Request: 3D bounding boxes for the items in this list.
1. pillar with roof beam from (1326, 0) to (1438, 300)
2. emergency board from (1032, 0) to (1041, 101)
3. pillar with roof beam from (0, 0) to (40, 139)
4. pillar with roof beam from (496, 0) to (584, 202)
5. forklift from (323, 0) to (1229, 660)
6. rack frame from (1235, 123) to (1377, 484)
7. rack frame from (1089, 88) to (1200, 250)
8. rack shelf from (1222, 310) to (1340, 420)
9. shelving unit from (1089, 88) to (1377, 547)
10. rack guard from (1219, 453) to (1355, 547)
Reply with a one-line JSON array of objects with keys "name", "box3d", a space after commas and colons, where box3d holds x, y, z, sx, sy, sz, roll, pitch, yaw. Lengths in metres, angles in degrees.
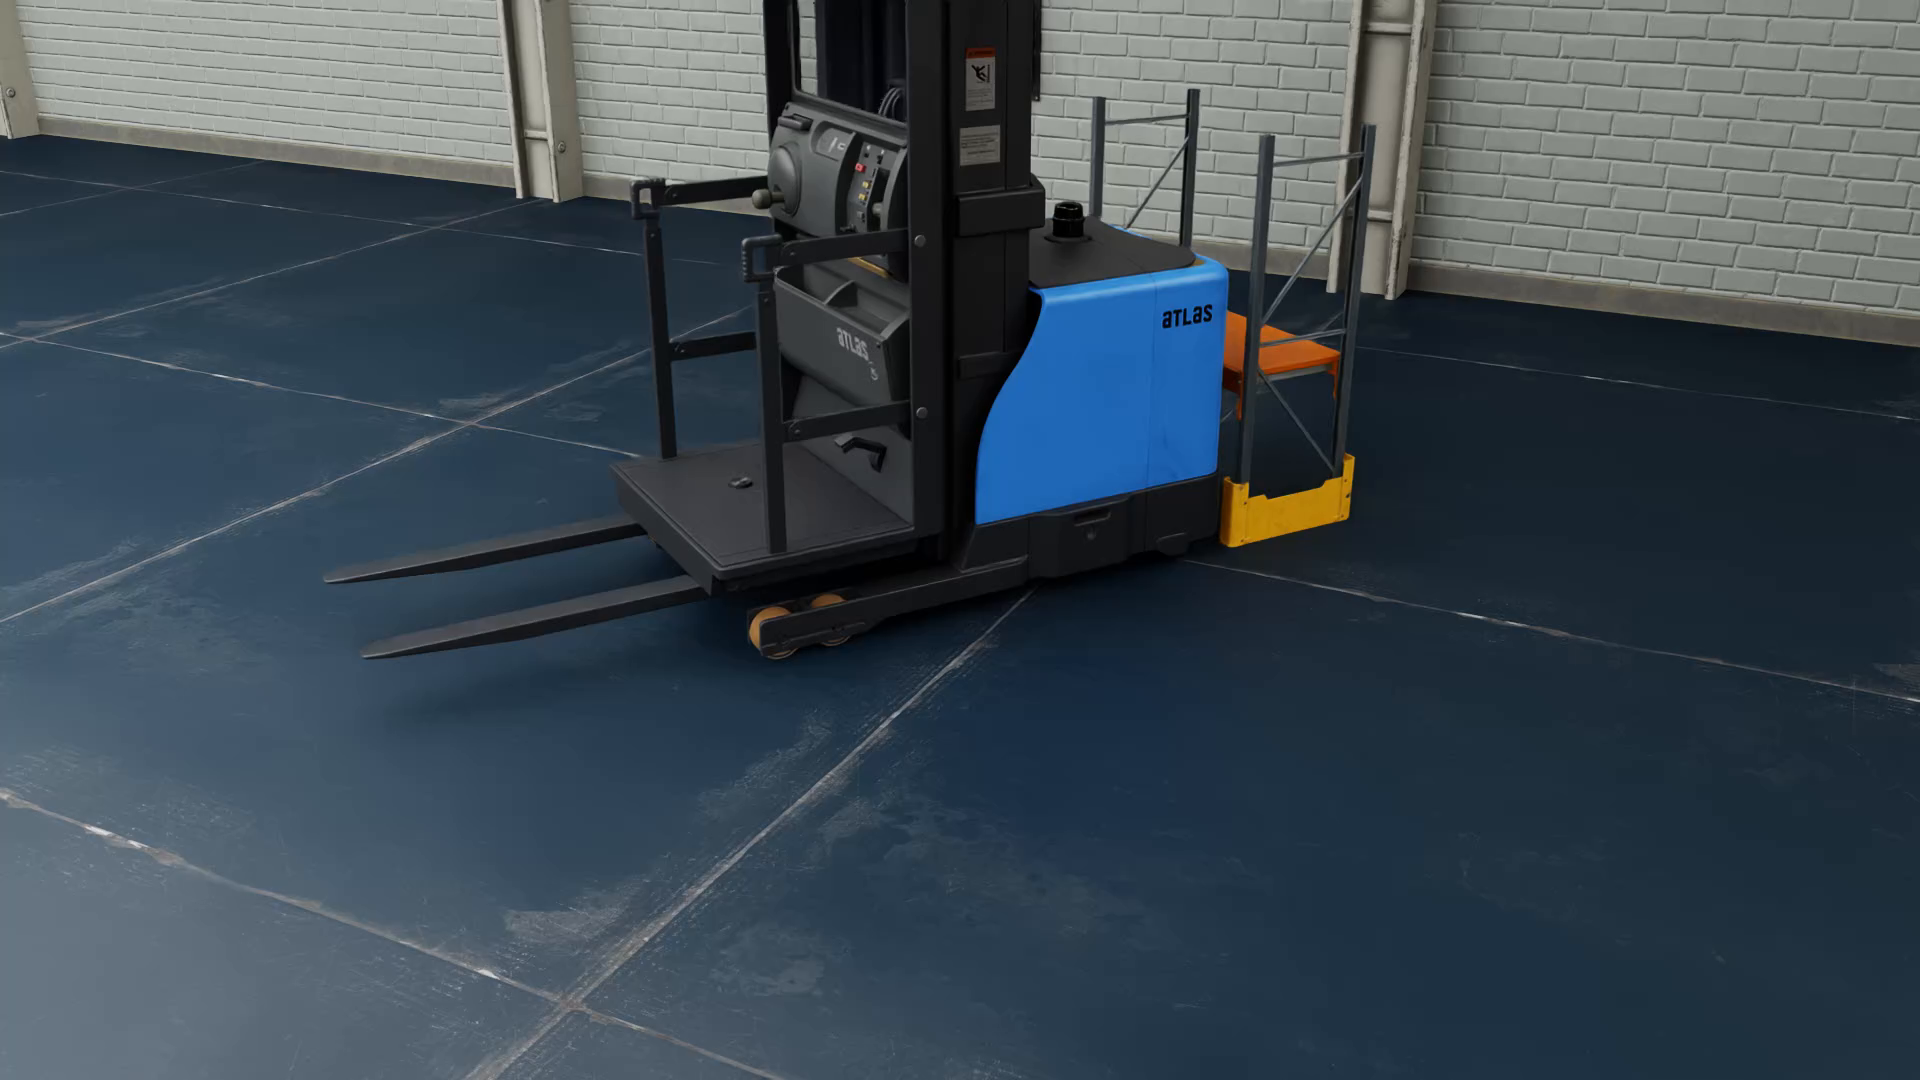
[{"name": "pillar with roof beam", "box3d": [0.423, -4.092, 4.375, 0.400, 9.000, 9.100, 11, 25, 25]}, {"name": "emergency board", "box3d": [0.177, -3.285, 10.142, 0.643, 1.169, 0.194, 11, 25, 25]}, {"name": "pillar with roof beam", "box3d": [-10.286, -6.211, 9.357, 0.400, 9.000, 9.100, 11, 25, 25]}, {"name": "pillar with roof beam", "box3d": [-4.932, -5.152, 6.866, 0.400, 9.000, 9.100, 11, 25, 25]}, {"name": "forklift", "box3d": [-0.588, -1.201, 5.329, 3.031, 2.935, 1.130, -12, 26, -27]}, {"name": "rack frame", "box3d": [1.243, -0.731, 6.050, 0.500, 1.500, 0.032, -12, 26, -27]}, {"name": "rack frame", "box3d": [0.738, -1.076, 6.863, 0.500, 1.500, 0.032, -12, 26, -27]}, {"name": "rack shelf", "box3d": [0.990, -0.738, 6.527, 0.538, 0.185, 1.000, -12, 26, -27]}, {"name": "shelving unit", "box3d": [0.995, -0.901, 6.449, 0.587, 1.500, 1.083, -12, 26, -27]}, {"name": "rack guard", "box3d": [1.241, -0.156, 6.295, 0.587, 0.250, 0.087, -12, 26, -27]}]
